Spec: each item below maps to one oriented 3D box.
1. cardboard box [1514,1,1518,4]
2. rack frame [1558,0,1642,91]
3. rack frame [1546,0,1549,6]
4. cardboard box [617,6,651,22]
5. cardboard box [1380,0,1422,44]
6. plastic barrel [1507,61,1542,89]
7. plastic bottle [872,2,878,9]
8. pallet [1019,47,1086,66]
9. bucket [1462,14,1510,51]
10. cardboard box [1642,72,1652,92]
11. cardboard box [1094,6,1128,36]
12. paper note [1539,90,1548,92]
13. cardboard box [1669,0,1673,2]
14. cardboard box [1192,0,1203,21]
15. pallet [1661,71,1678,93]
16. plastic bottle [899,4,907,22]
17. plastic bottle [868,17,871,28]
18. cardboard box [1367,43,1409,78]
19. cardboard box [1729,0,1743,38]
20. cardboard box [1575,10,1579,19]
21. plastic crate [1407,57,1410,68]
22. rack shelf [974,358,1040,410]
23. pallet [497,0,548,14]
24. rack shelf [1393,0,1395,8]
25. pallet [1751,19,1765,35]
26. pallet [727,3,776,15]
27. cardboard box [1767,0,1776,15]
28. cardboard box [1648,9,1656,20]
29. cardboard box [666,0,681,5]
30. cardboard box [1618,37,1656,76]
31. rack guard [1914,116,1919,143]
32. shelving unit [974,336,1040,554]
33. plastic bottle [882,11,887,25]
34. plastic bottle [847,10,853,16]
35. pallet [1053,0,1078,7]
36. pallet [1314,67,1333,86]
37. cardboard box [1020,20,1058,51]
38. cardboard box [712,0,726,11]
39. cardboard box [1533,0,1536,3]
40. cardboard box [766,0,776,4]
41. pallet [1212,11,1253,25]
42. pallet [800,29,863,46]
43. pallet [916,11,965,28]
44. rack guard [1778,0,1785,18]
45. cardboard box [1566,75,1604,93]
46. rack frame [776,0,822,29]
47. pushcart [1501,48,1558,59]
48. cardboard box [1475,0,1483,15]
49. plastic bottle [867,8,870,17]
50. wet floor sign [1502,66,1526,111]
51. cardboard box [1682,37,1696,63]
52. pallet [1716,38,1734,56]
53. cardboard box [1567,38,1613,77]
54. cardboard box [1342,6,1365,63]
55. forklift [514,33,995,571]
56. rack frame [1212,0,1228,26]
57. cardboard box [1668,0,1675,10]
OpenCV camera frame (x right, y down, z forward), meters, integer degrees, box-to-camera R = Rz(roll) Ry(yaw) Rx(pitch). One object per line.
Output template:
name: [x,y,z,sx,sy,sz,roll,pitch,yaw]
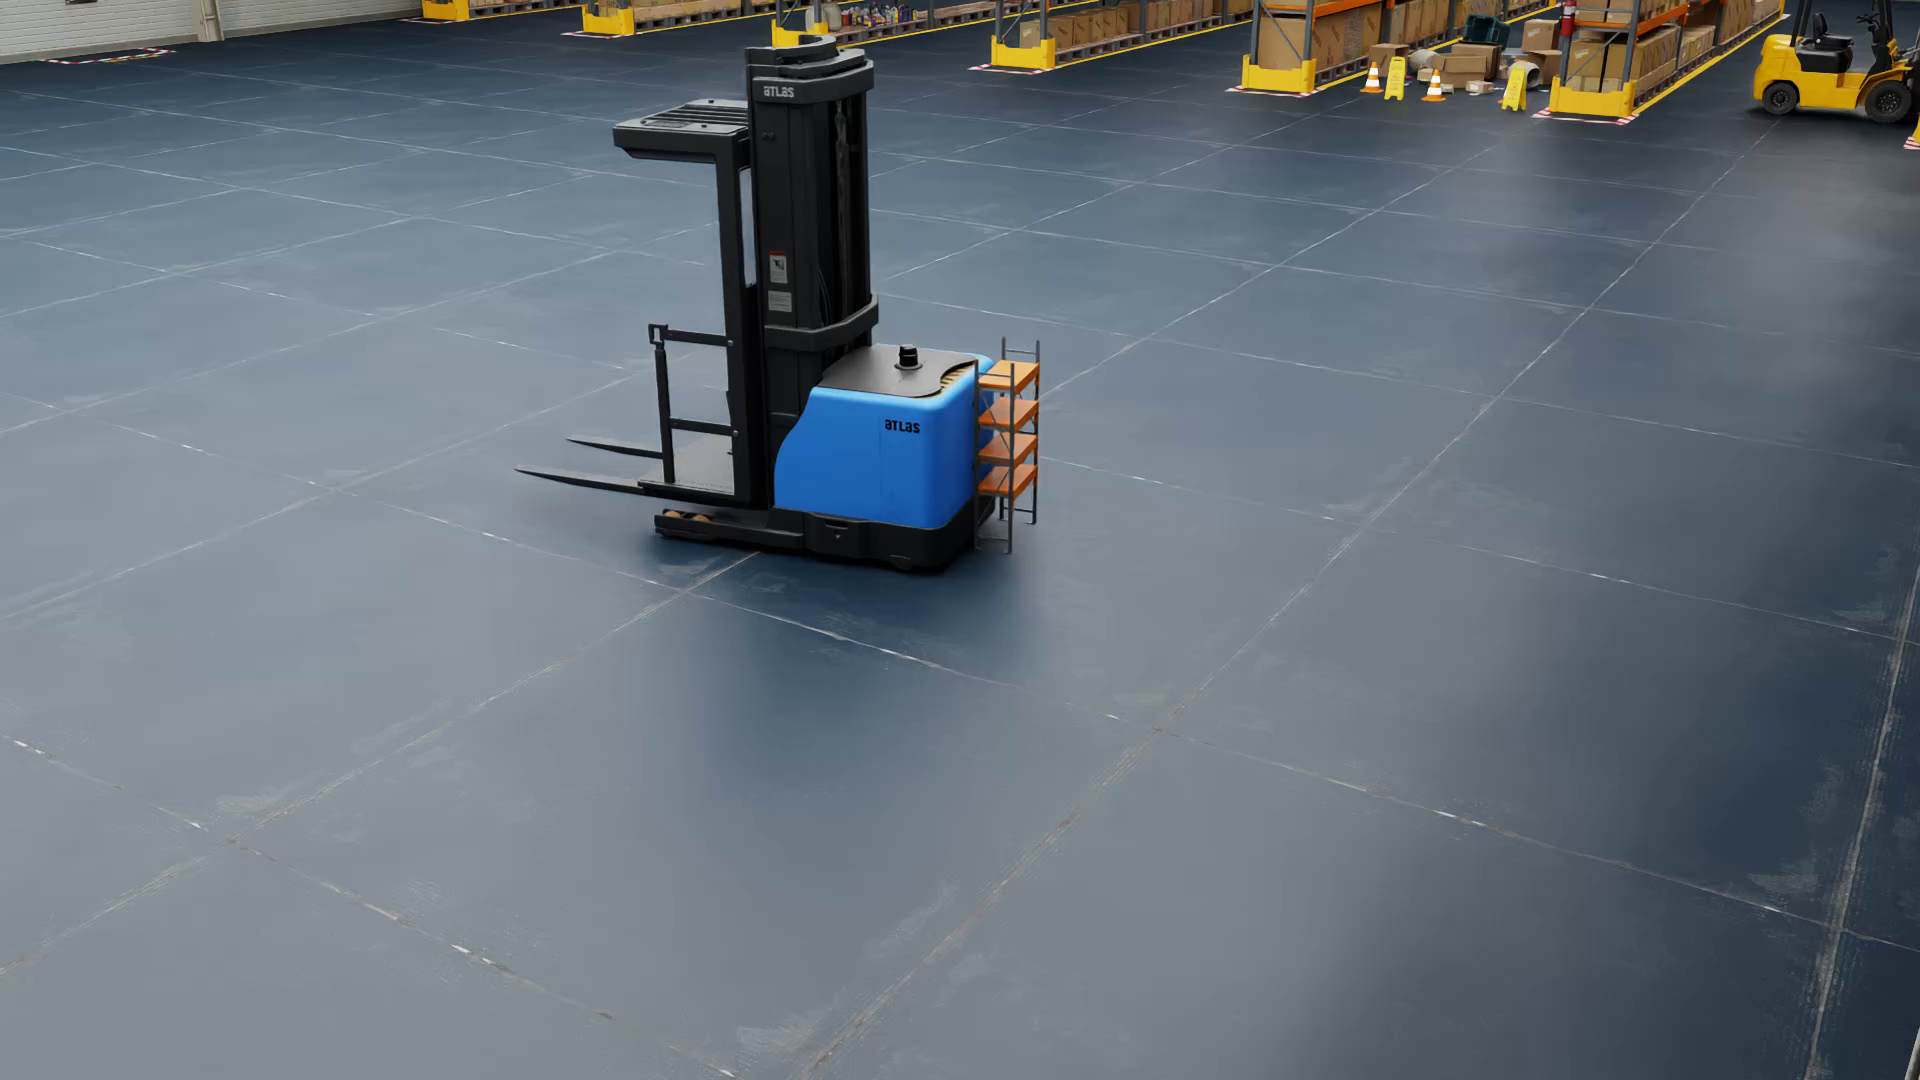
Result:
cardboard box: [12.277,-12.013,37.284,0.380,0.149,0.250,14,27,29]
rack frame: [9.513,-7.835,24.573,1.000,3.000,0.127,14,27,29]
rack frame: [13.694,-14.239,39.365,1.000,3.000,0.127,14,27,29]
cardboard box: [-6.848,-11.054,34.942,0.500,0.250,0.500,14,27,29]
cardboard box: [8.127,-9.902,31.650,1.050,0.750,0.750,14,27,29]
plastic barrel: [9.316,-7.667,27.428,0.421,0.421,0.512,-7,24,-17]
plastic bottle: [-1.782,-11.101,34.897,0.144,0.351,0.185,15,27,30]
pallet: [1.593,-8.925,30.600,1.003,0.211,1.213,14,27,29]
bucket: [9.251,-8.855,29.135,0.620,0.611,0.726,-6,22,-39]
cardboard box: [10.449,-7.151,25.925,0.500,0.250,0.500,15,28,31]
cardboard box: [2.959,-10.181,32.610,0.500,0.500,0.500,13,27,27]
paper note: [9.557,-7.355,27.202,0.142,0.019,0.148,5,24,11]
cardboard box: [11.064,-8.814,26.335,0.500,0.500,0.500,15,27,30]
cardboard box: [4.696,-11.247,35.046,0.700,0.500,0.500,11,26,25]
pallet: [11.299,-7.671,27.705,1.003,0.211,1.213,14,27,29]
plastic bottle: [-1.200,-10.944,34.534,0.144,0.351,0.185,12,26,26]
plastic bottle: [-1.838,-10.449,33.580,0.097,0.201,0.097,0,23,0]
cardboard box: [7.417,-8.303,28.798,0.500,0.500,0.500,20,30,38]
cardboard box: [14.642,-10.269,32.341,0.875,0.875,0.875,14,27,30]
cardboard box: [9.568,-8.000,25.269,0.380,0.149,0.250,14,27,28]
plastic crate: [8.386,-8.591,29.787,0.662,0.188,0.450,-12,16,-26]
rack shelf: [0.284,-0.934,9.907,0.258,0.148,0.480,8,25,18]
pallet: [-10.388,-12.449,38.741,1.003,0.211,1.213,14,27,29]
rack shelf: [8.419,-10.533,31.711,1.077,0.370,4.000,14,27,29]
pallet: [16.311,-10.846,35.038,1.003,0.211,1.213,14,27,29]
pallet: [-4.855,-12.316,38.435,1.003,0.211,1.213,14,27,29]
cardboard box: [17.214,-11.698,36.192,0.875,0.438,0.875,15,27,30]
cardboard box: [10.371,-8.028,25.335,0.380,0.149,0.250,14,27,30]
cardboard box: [-6.333,-11.739,35.580,0.500,0.500,0.500,14,27,29]
cardboard box: [10.458,-7.510,25.811,0.500,0.500,0.500,13,26,27]
rack guard: [13.719,-5.641,22.651,1.175,0.500,0.348,14,27,29]
shelving unit: [0.284,-0.573,10.064,0.258,1.200,0.503,8,25,18]
plastic bottle: [-1.552,-10.664,33.989,0.097,0.271,0.097,0,23,0]
plastic bottle: [-2.288,-10.740,34.157,0.152,0.276,0.135,13,27,28]
pallet: [2.131,-13.055,40.141,1.003,0.211,1.213,14,27,29]
pallet: [5.610,-7.845,28.106,1.003,0.211,1.213,14,27,29]
cardboard box: [1.438,-9.165,30.262,0.500,0.500,0.500,20,30,38]
cardboard box: [-5.541,-11.901,36.898,0.500,0.250,0.500,14,27,29]
cardboard box: [13.131,-12.537,38.495,0.380,0.149,0.250,13,26,27]
cardboard box: [-4.516,-12.526,38.343,0.500,0.250,0.500,15,27,30]
pallet: [5.794,-11.583,36.740,1.003,0.211,1.213,14,27,29]
pallet: [-2.681,-9.979,33.035,1.003,0.211,1.213,14,27,29]
pallet: [-0.623,-11.293,36.072,1.003,0.211,1.213,14,27,29]
rack guard: [17.966,-12.096,37.563,1.175,0.500,0.348,14,27,29]
cardboard box: [9.724,-7.103,25.815,0.500,0.250,0.500,14,27,29]
rack frame: [-3.114,-10.950,31.768,1.000,3.000,0.127,14,27,29]
pushcart: [9.660,-8.443,29.277,1.648,0.377,0.936,5,24,11]
cardboard box: [10.593,-11.114,34.765,0.500,0.500,0.500,13,27,28]
plastic bottle: [-1.928,-10.943,34.633,0.097,0.271,0.097,0,23,0]
wet floor sign: [8.504,-6.915,25.411,0.232,0.644,0.267,-17,29,-35]
cardboard box: [12.274,-8.593,29.103,0.950,0.372,0.625,16,28,32]
pallet: [14.213,-9.506,31.942,1.003,0.211,1.213,14,27,29]
cardboard box: [9.714,-7.435,25.638,0.500,0.500,0.500,14,27,29]
cardboard box: [6.501,-8.903,29.187,0.875,0.875,0.875,14,27,29]
forklift: [-1.350,-1.513,10.057,3.031,2.935,1.130,8,25,19]
rack frame: [5.314,-12.612,35.607,1.000,3.000,0.127,14,27,29]
cardboard box: [11.179,-8.554,26.550,0.380,0.149,0.250,13,27,28]
